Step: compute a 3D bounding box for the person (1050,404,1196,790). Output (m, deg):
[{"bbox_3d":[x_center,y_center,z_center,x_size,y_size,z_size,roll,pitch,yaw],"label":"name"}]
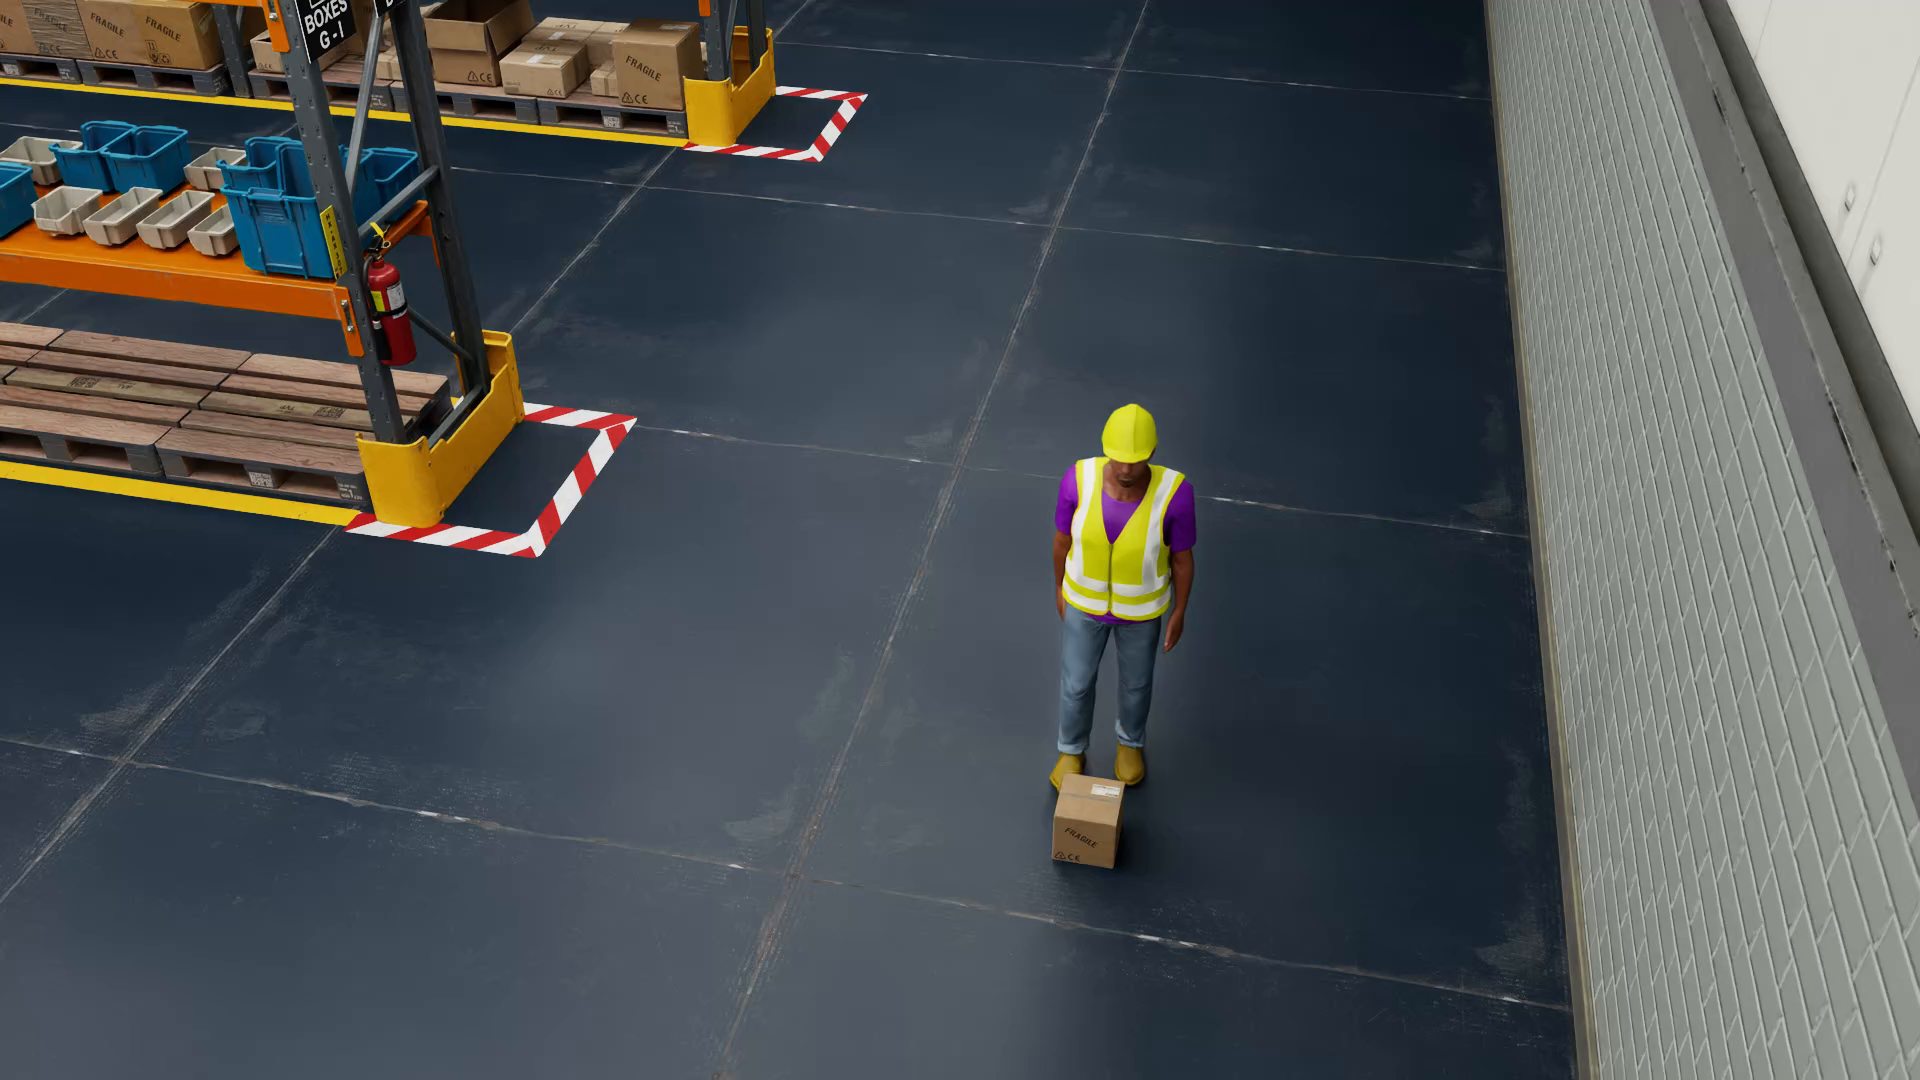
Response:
[{"bbox_3d":[0.620,0.271,6.583,0.566,1.769,0.448,8,37,11],"label":"person"}]
